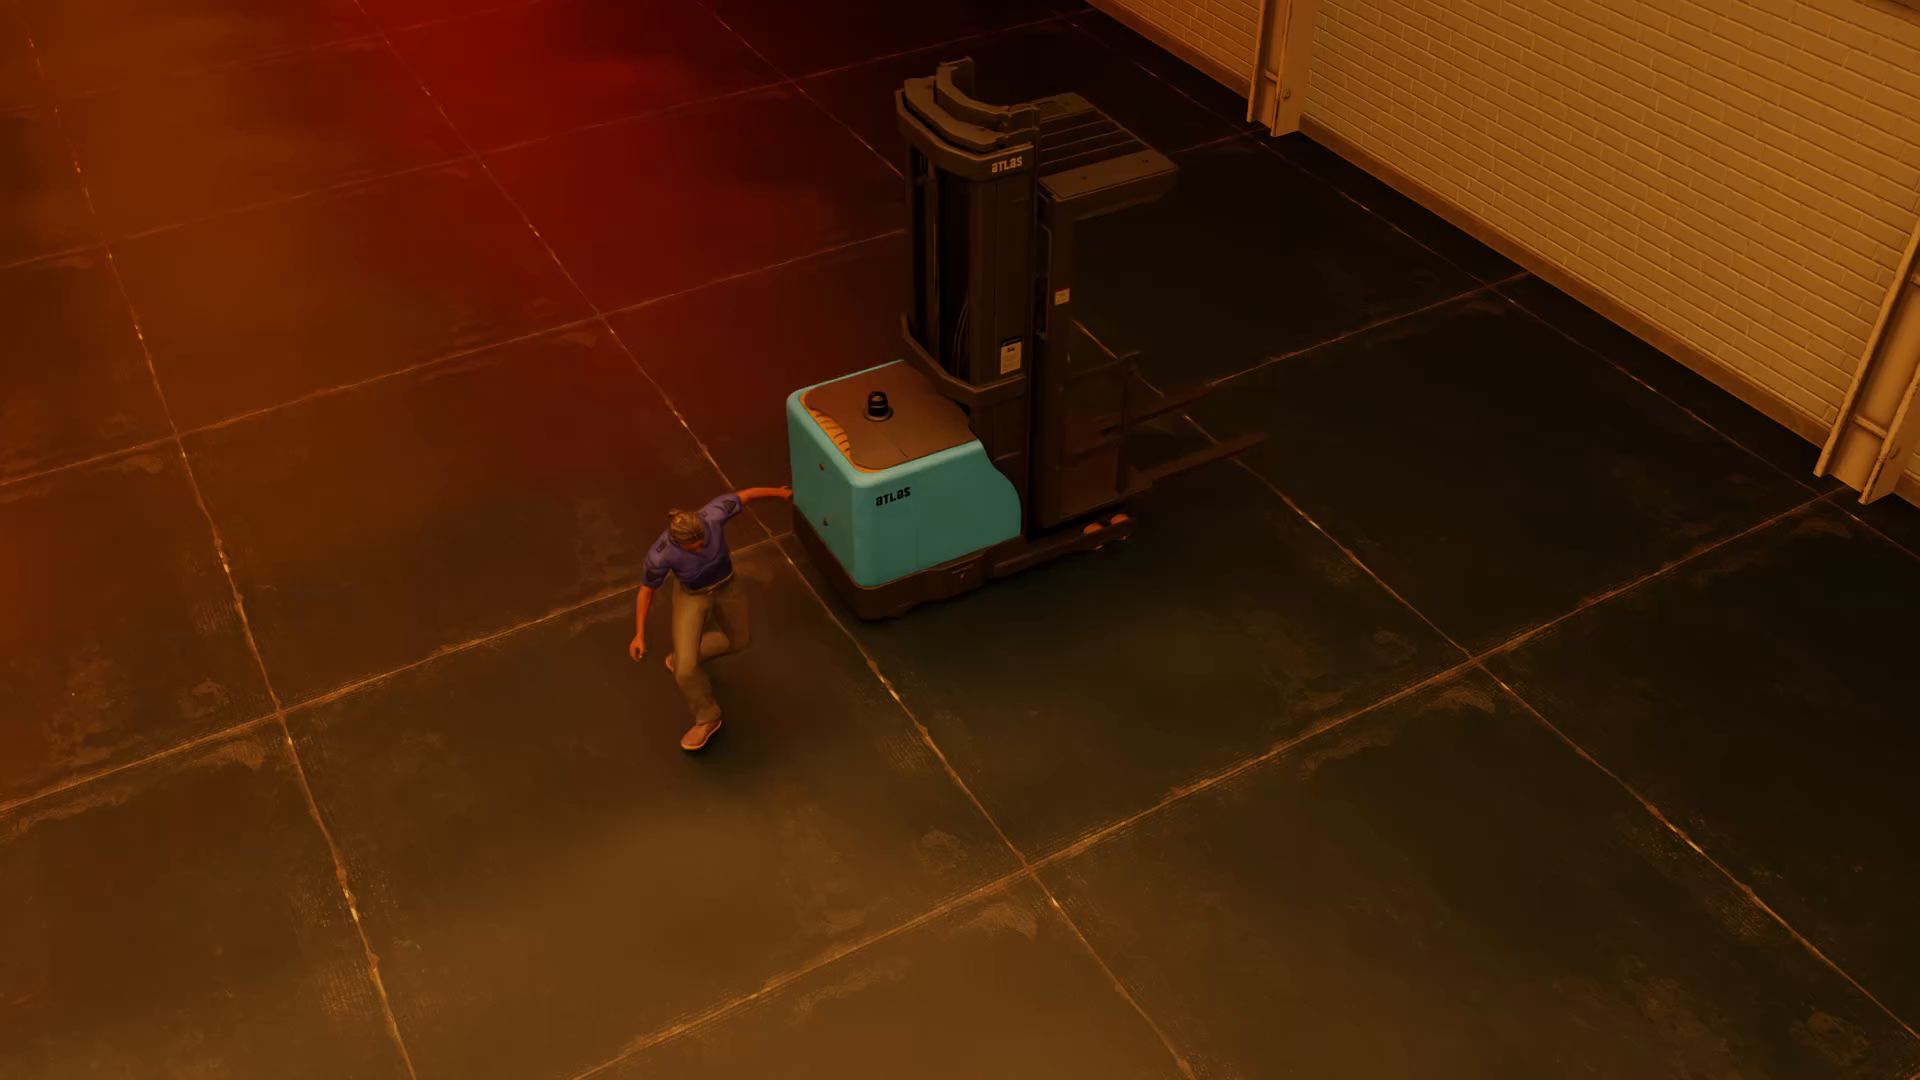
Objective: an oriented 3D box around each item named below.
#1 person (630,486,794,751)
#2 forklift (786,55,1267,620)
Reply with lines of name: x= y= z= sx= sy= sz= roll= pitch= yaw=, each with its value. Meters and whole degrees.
person: x=-1.266 y=0.294 z=8.844 sx=1.105 sy=1.454 sz=0.669 roll=-22 pitch=45 yaw=-25
forklift: x=0.510 y=-1.343 z=9.655 sx=3.031 sy=2.935 sz=1.130 roll=-19 pitch=43 yaw=-22
